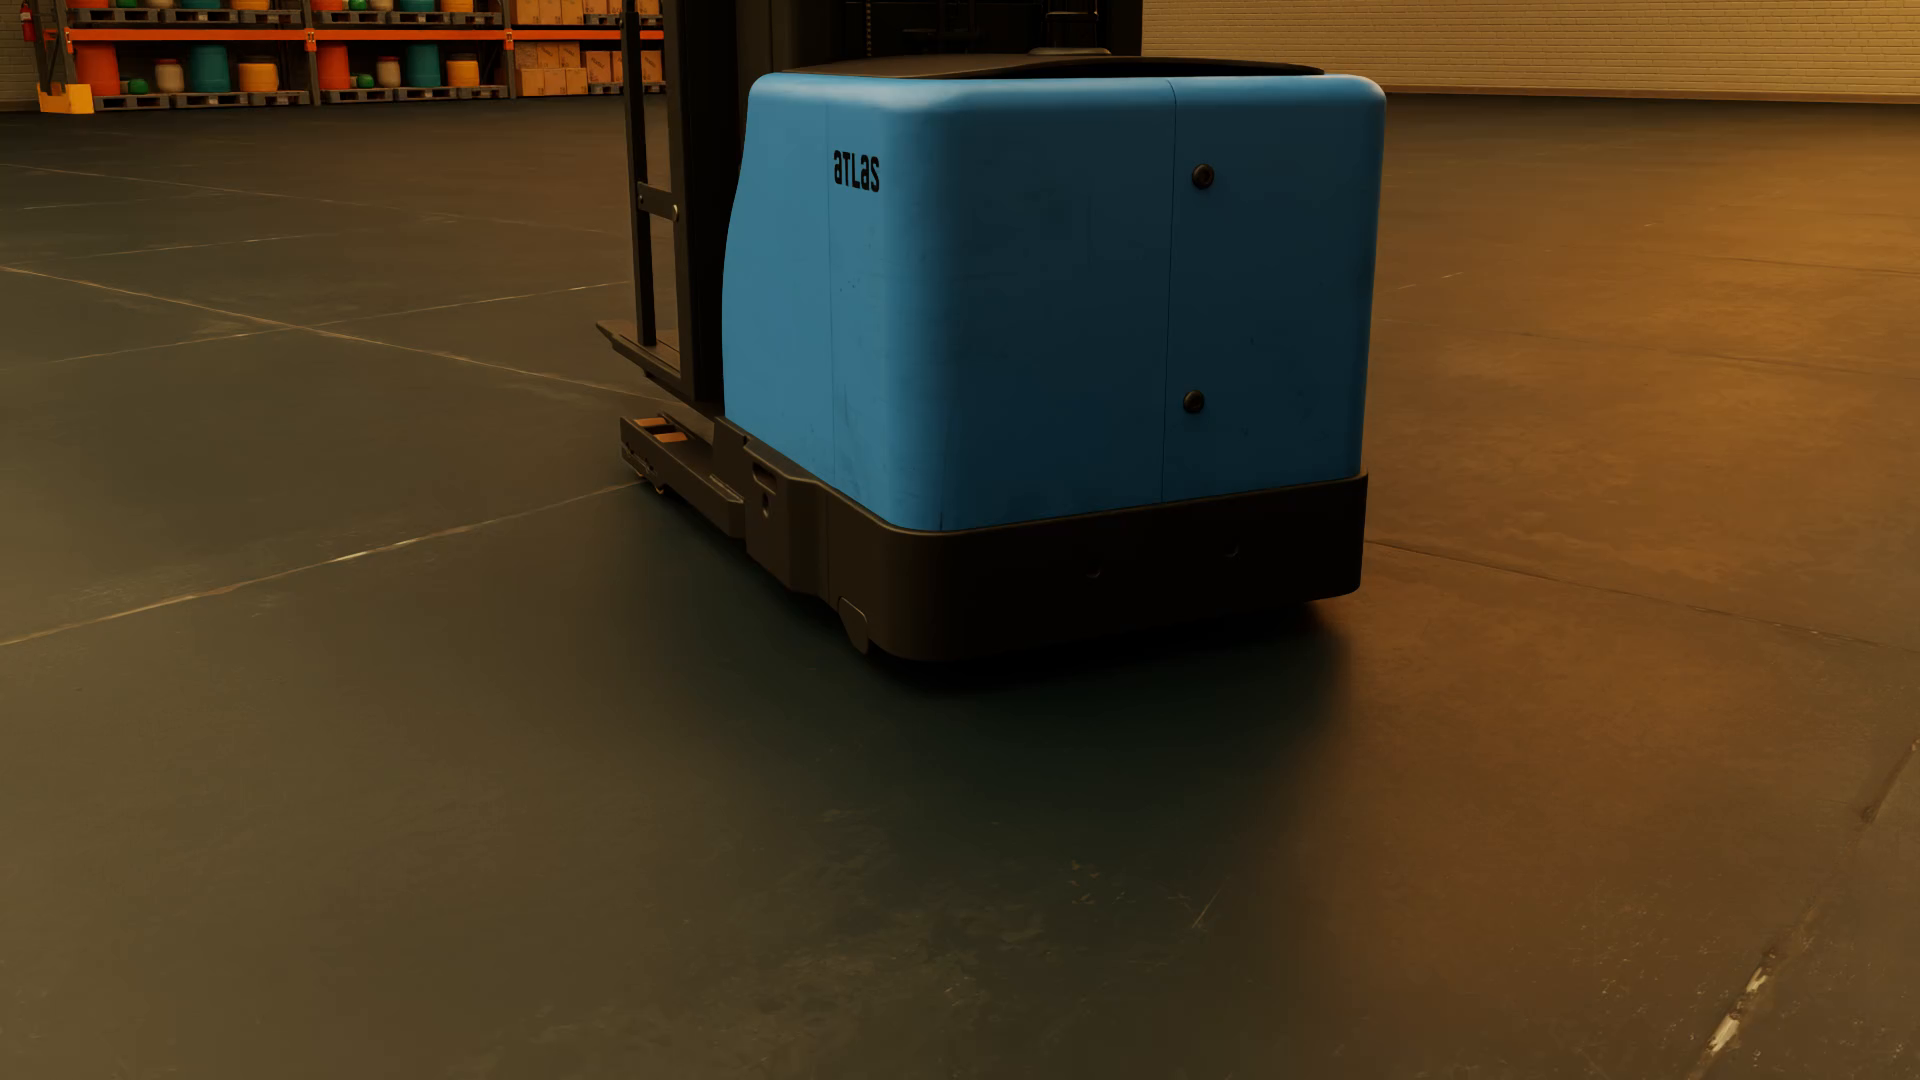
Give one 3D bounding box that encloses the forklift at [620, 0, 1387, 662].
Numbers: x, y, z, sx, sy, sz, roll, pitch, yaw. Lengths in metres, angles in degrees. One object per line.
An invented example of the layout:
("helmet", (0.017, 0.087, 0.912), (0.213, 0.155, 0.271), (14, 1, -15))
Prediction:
("forklift", (-0.034, -1.393, 3.593), (1.129, 2.867, 1.939), (-8, 19, -24))
